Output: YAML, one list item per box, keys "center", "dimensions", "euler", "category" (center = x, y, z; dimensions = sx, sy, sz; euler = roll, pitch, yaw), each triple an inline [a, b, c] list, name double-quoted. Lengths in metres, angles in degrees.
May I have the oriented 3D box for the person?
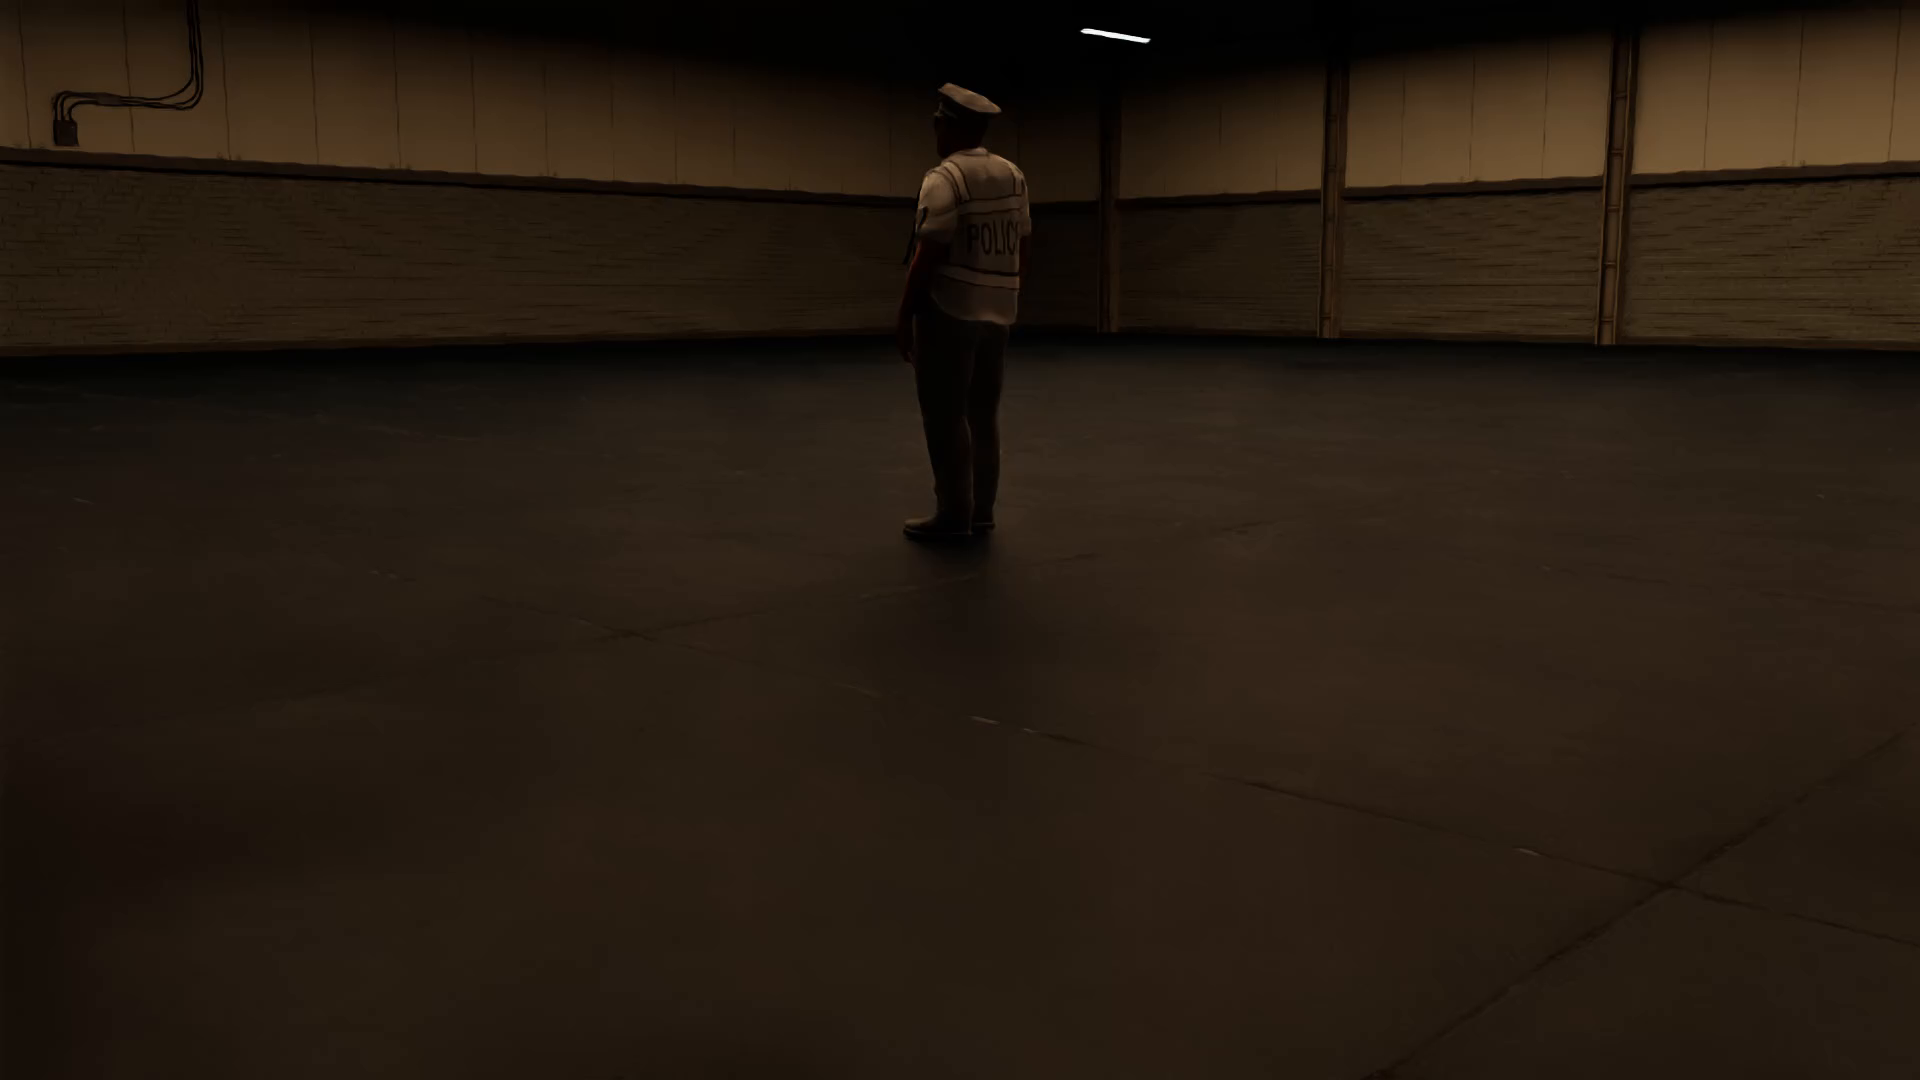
- center: [-0.048, -0.898, 6.645]
  dimensions: [0.574, 1.781, 0.640]
  euler: [8, 12, 43]
  category: "person"
